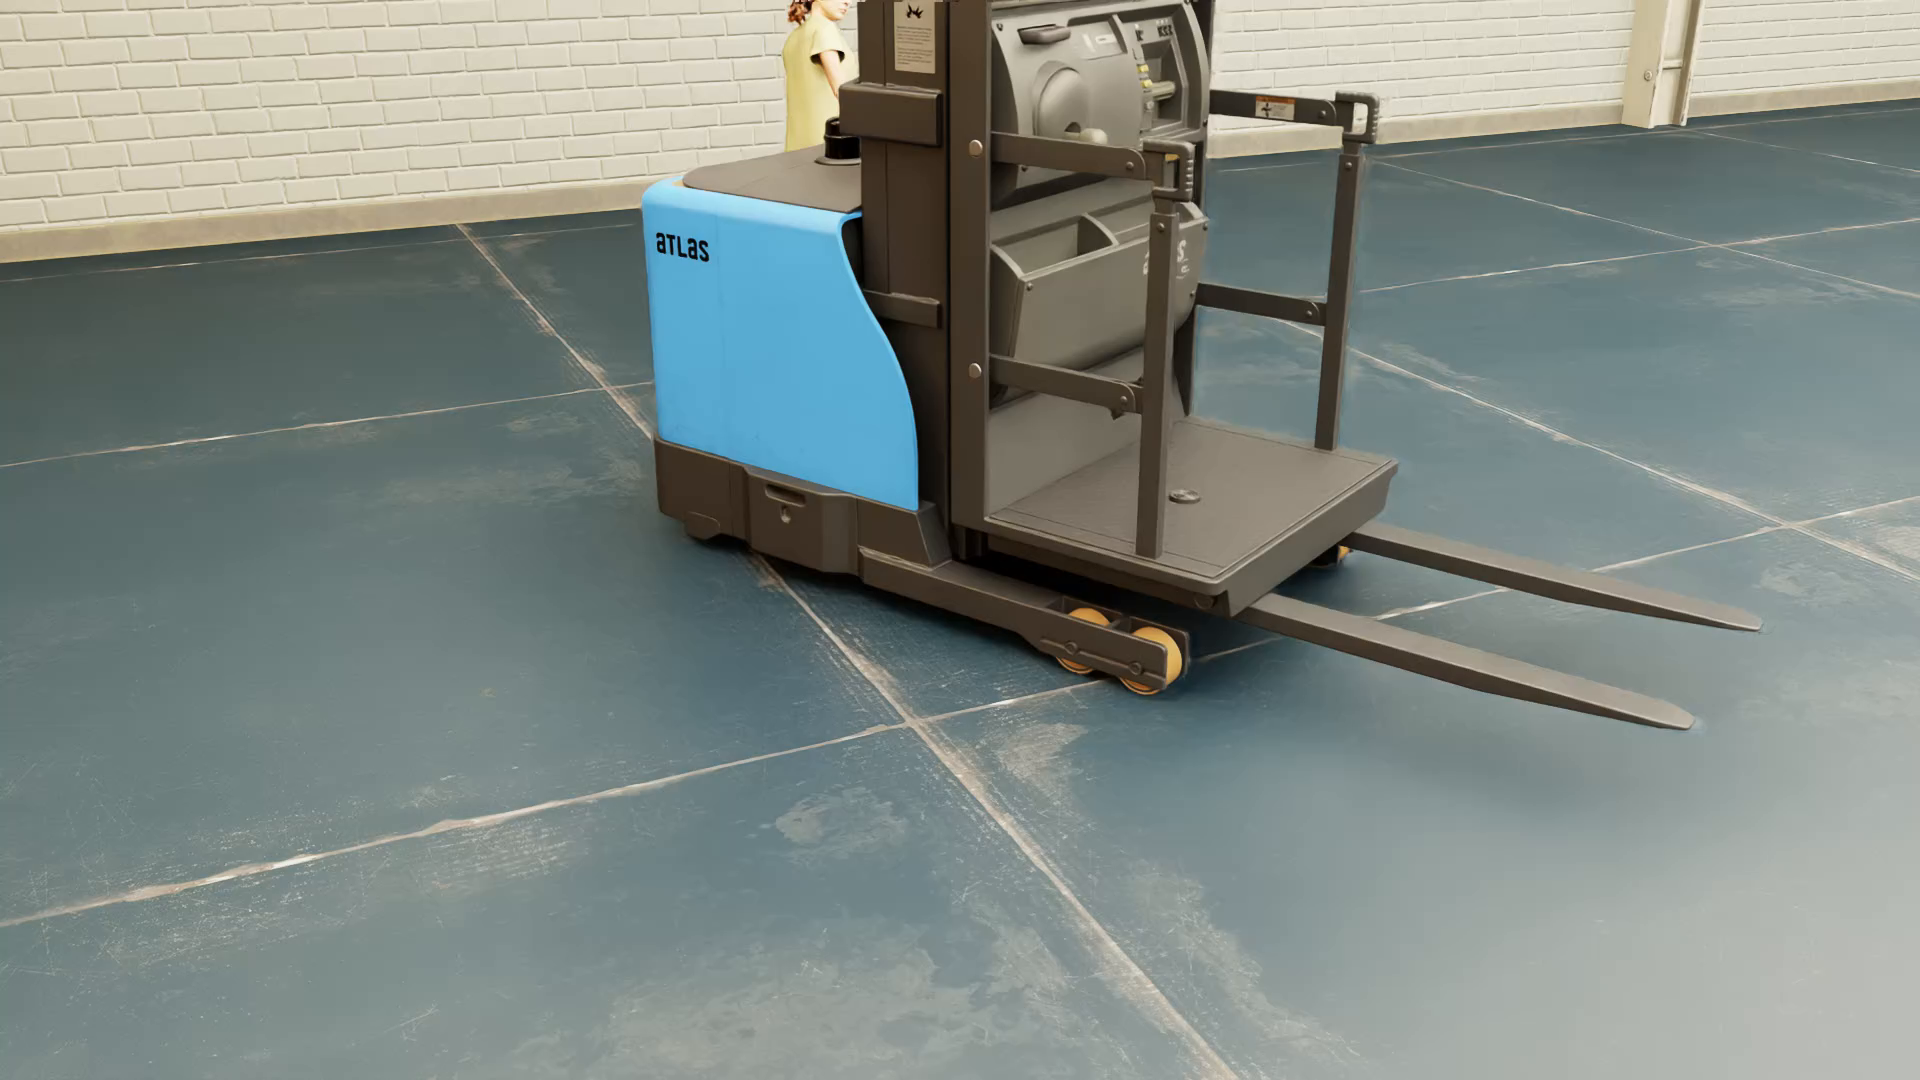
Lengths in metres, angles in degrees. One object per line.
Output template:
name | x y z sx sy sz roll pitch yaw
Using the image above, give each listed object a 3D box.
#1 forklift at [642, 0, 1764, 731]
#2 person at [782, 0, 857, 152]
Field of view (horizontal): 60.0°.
forklift | 0.548 -1.195 4.164 3.031 2.935 1.130 16 27 34
person | -0.473 -1.751 7.351 0.695 1.519 0.749 18 28 36
